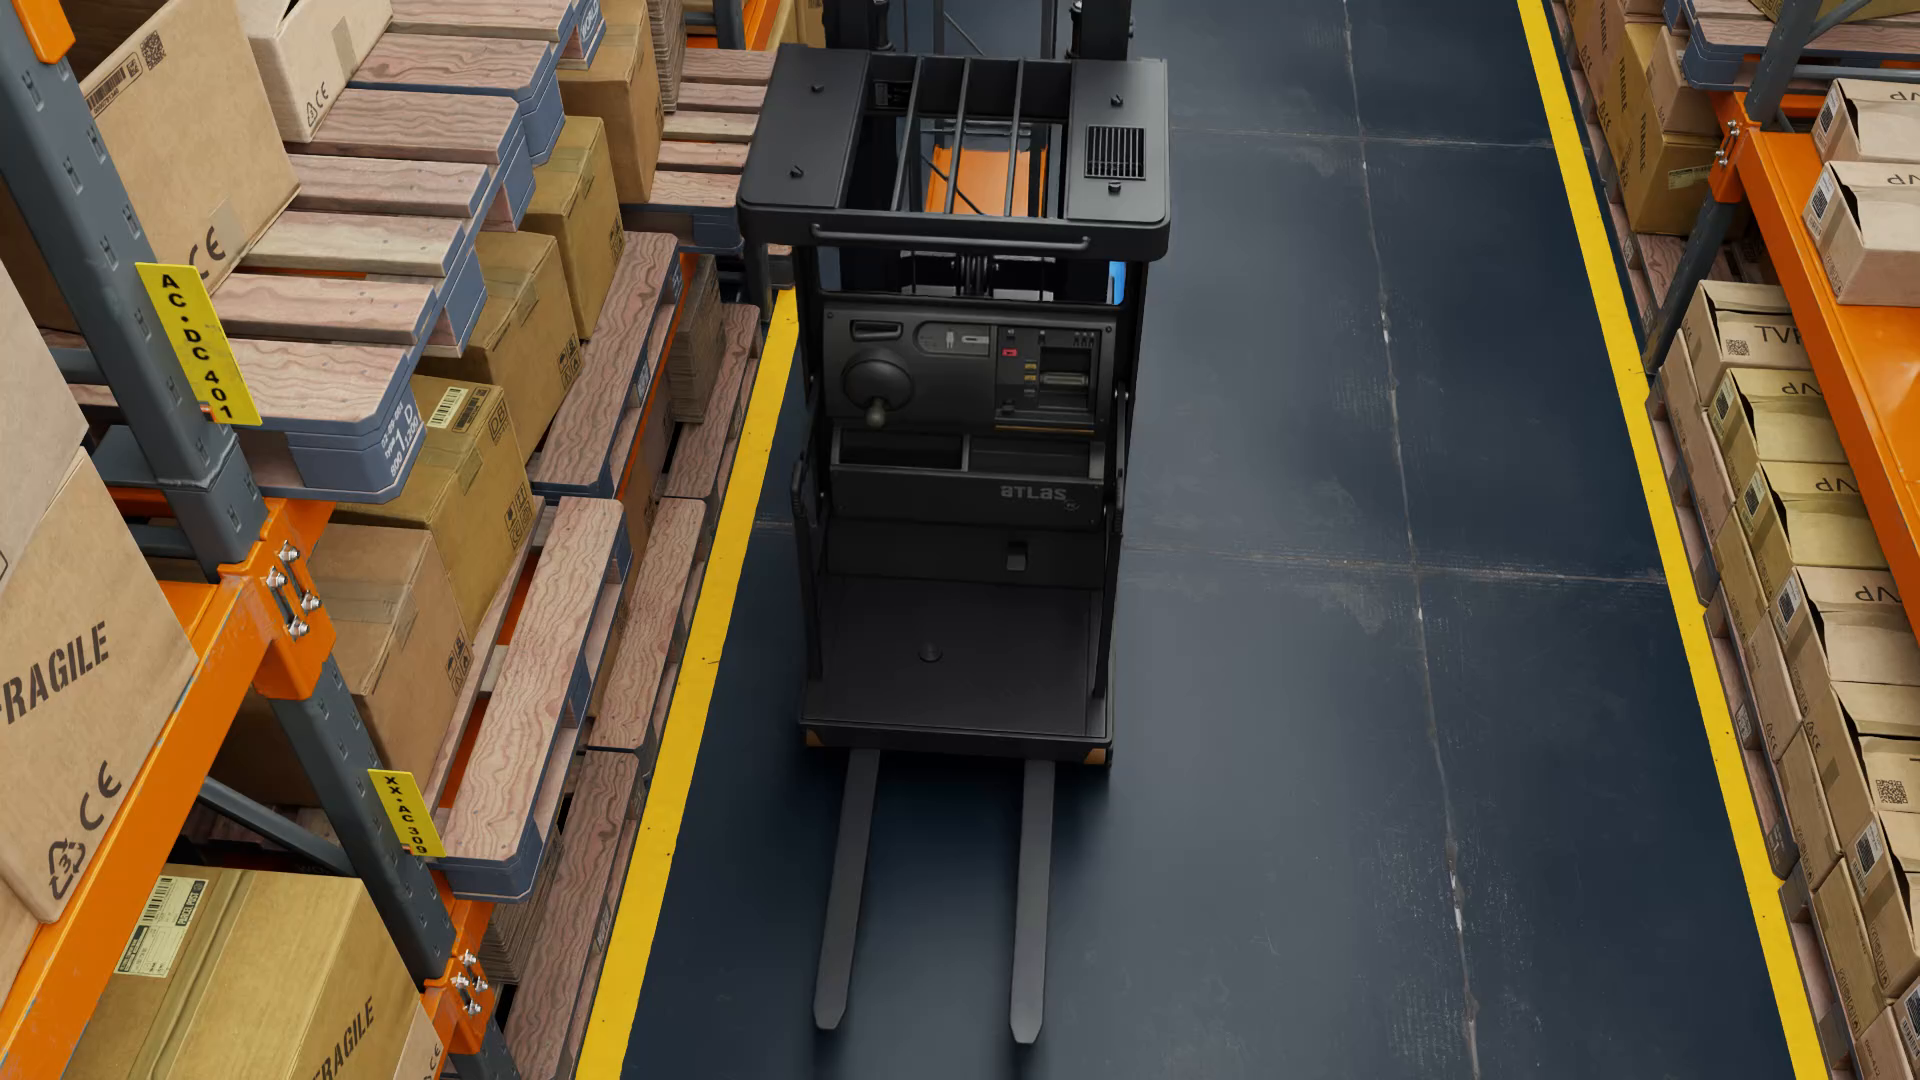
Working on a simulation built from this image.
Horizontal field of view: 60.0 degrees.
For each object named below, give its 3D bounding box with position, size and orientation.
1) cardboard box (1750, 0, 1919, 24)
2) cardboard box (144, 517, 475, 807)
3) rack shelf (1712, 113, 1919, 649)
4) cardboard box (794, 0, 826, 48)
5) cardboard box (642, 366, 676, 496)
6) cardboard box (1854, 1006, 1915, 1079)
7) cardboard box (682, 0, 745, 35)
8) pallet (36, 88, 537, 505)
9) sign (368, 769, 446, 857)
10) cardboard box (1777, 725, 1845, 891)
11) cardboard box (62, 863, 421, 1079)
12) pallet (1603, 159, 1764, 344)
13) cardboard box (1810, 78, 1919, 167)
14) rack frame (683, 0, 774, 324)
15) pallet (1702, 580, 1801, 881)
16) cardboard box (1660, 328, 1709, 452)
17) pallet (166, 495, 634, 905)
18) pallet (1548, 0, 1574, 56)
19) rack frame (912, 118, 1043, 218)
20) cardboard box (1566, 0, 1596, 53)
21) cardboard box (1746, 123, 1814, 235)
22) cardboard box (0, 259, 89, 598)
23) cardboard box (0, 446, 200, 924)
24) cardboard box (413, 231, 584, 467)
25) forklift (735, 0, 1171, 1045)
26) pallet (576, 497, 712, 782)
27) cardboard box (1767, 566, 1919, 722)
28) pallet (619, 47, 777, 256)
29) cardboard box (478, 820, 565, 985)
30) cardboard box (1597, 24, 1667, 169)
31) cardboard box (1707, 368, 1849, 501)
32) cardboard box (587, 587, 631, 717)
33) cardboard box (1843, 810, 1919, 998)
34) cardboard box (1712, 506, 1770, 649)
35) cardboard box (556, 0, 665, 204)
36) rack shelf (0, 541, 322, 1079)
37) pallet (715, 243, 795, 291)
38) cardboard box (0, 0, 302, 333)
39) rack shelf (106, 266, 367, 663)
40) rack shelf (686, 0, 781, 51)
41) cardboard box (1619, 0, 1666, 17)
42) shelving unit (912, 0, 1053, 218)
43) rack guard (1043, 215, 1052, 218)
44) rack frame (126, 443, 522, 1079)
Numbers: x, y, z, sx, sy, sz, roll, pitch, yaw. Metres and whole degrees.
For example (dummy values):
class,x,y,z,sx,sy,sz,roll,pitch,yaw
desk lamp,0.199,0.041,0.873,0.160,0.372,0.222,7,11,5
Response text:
class,x,y,z,sx,sy,sz,roll,pitch,yaw
cardboard box,3.508,-2.401,6.561,0.700,0.500,0.500,-11,48,-10
cardboard box,-1.654,0.300,4.077,0.700,0.500,0.500,4,48,4
rack shelf,3.381,-0.043,5.244,1.077,0.370,4.000,4,48,4
cardboard box,-1.086,-2.677,8.338,0.750,0.750,0.750,4,48,3
cardboard box,-1.547,-0.487,6.559,0.700,0.500,0.500,4,48,3
cardboard box,2.948,1.646,4.790,0.500,0.250,0.500,3,48,3
cardboard box,-1.110,-2.234,6.917,0.380,0.149,0.250,3,48,3
pallet,-1.572,-0.542,3.307,1.213,0.211,1.003,4,48,4
sign,-1.194,0.592,3.589,0.100,0.325,0.005,4,48,4
cardboard box,3.042,0.899,5.474,0.500,0.250,0.500,5,48,4
cardboard box,-1.470,1.013,3.371,0.500,0.500,0.500,4,48,3
pallet,3.669,-1.360,7.851,1.003,0.211,1.213,4,48,4
cardboard box,3.487,-1.461,6.114,0.500,0.311,0.500,7,48,6
rack frame,-1.370,-2.086,6.625,1.000,3.000,0.127,4,48,4
pallet,3.336,0.682,5.983,1.003,0.211,1.213,4,48,4
cardboard box,3.223,-0.604,6.848,0.500,0.250,0.500,4,48,3
pallet,-1.520,0.367,4.512,1.003,0.211,1.213,4,48,4
pallet,3.891,-3.153,9.491,1.003,0.211,1.213,4,48,4
rack frame,0.059,-1.099,6.739,0.500,1.500,0.032,3,48,3
cardboard box,3.550,-2.901,8.766,0.500,0.500,0.500,4,48,4
cardboard box,3.931,-1.760,7.723,0.500,0.500,0.500,2,48,2
cardboard box,-1.510,-0.150,2.063,0.500,0.500,0.500,0,48,0
cardboard box,-1.535,0.191,2.429,0.500,0.500,0.500,5,48,5
cardboard box,-1.567,-0.596,4.897,0.700,0.500,0.500,10,48,9
forklift,0.012,-0.441,5.167,1.130,2.935,3.031,3,48,3
pallet,-1.557,0.324,6.311,1.003,0.211,1.213,4,48,4
cardboard box,3.088,0.346,5.600,0.500,0.311,0.500,3,48,3
pallet,-1.329,-1.490,6.210,1.213,0.211,1.003,4,48,4
cardboard box,-1.684,1.007,5.192,0.700,0.500,0.500,5,48,5
cardboard box,3.462,-2.143,8.073,0.500,0.500,0.500,2,48,2
cardboard box,3.183,-0.406,6.288,0.500,0.311,0.500,3,48,3
cardboard box,-1.600,0.252,5.883,0.700,0.500,0.500,4,48,4
cardboard box,2.991,1.082,4.927,0.500,0.311,0.500,5,48,5
cardboard box,3.137,0.148,6.161,0.500,0.250,0.500,3,48,2
cardboard box,-1.427,-1.509,5.732,0.700,0.500,0.500,0,48,0
rack shelf,-1.917,1.554,1.751,1.077,0.370,4.000,4,48,4
pallet,-1.223,-1.719,8.179,1.003,0.211,1.213,4,48,4
cardboard box,-1.605,-0.730,3.000,0.500,0.500,0.500,10,48,9
rack shelf,-1.553,-1.385,4.439,1.077,0.370,4.000,4,48,4
rack shelf,-1.188,-3.312,8.234,1.077,0.370,4.000,4,48,4
cardboard box,3.505,-2.810,8.175,0.500,0.250,0.500,3,48,3
shelving unit,0.099,-1.480,7.087,0.587,1.500,1.083,3,48,3
rack guard,0.138,-1.424,7.883,0.587,0.250,0.087,3,48,3
rack frame,-1.735,0.854,3.936,1.000,3.000,0.127,4,48,4
